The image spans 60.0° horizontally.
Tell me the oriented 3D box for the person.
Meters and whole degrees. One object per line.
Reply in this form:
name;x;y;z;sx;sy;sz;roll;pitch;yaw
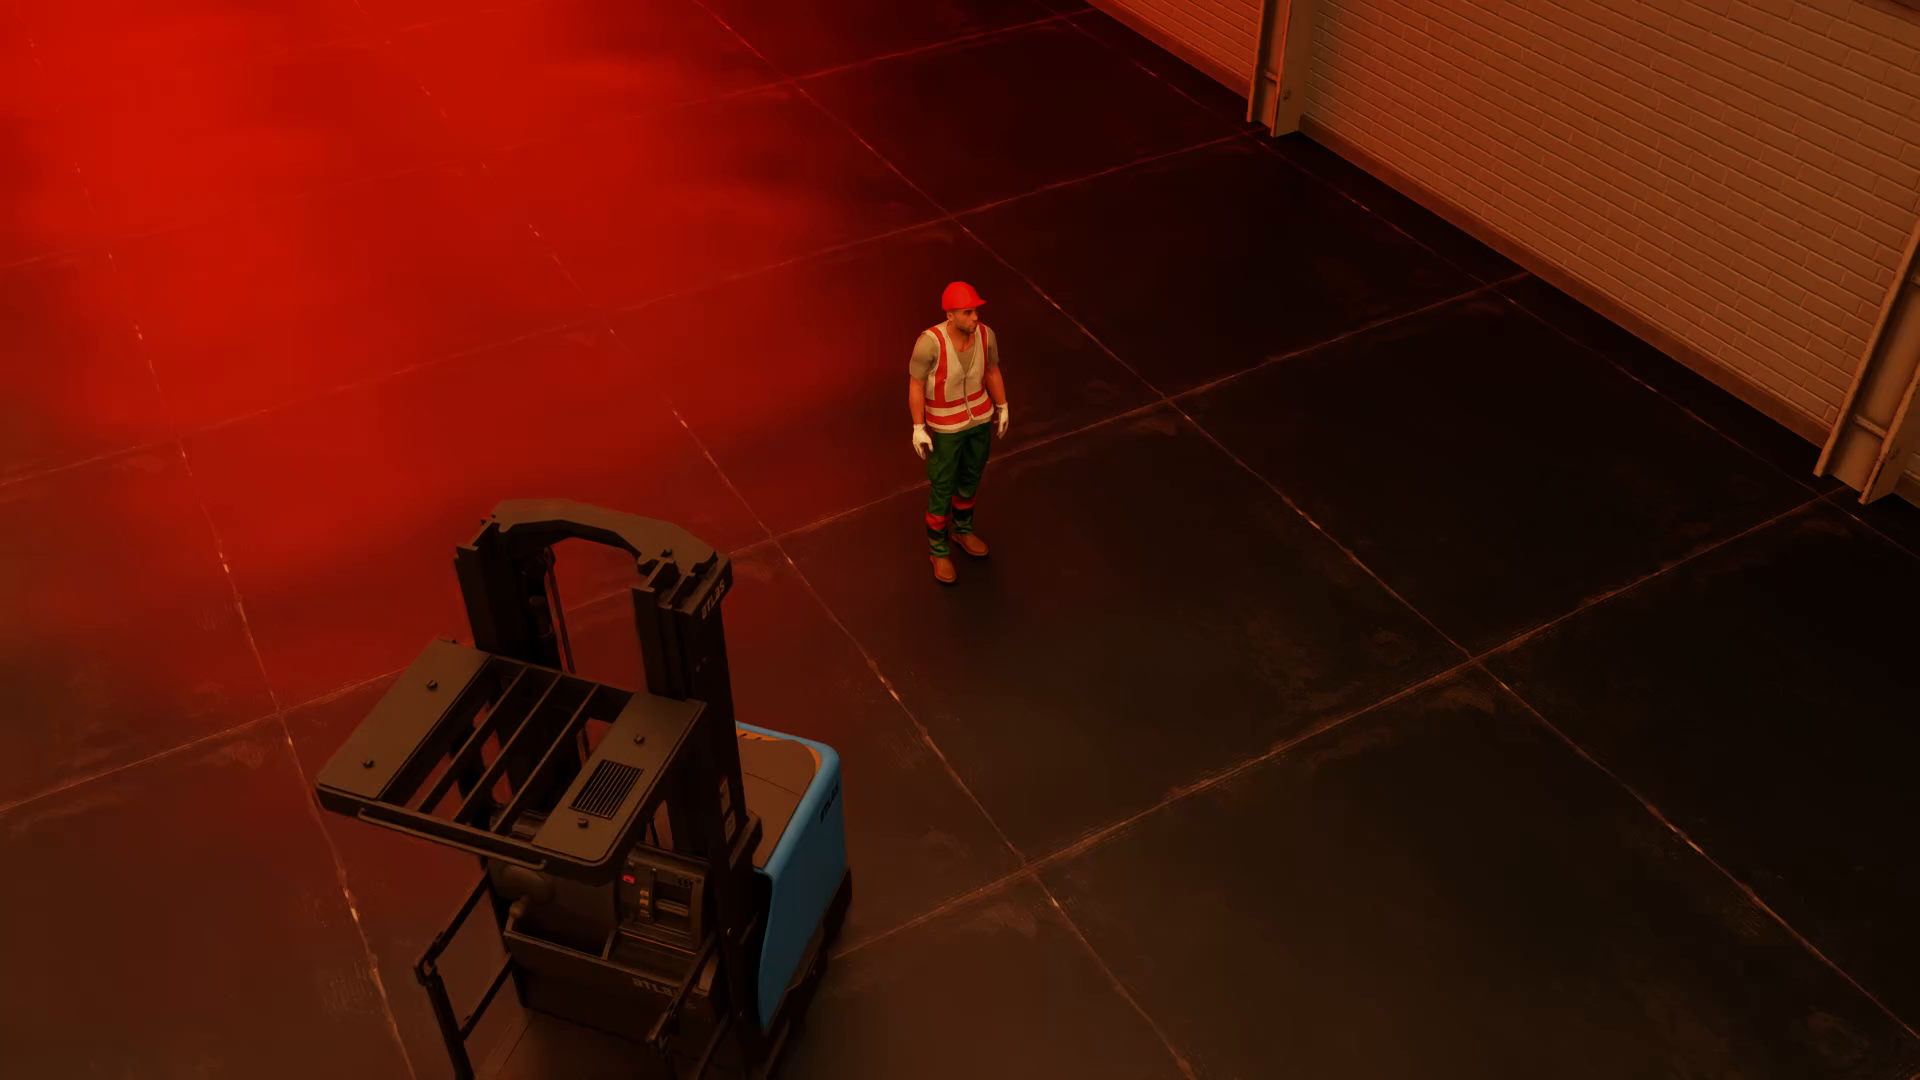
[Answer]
person;0.030;-0.646;9.698;0.637;1.790;0.562;-20;44;-23

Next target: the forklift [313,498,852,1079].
forklift;-1.484;1.426;6.316;1.130;2.935;3.031;12;41;14
